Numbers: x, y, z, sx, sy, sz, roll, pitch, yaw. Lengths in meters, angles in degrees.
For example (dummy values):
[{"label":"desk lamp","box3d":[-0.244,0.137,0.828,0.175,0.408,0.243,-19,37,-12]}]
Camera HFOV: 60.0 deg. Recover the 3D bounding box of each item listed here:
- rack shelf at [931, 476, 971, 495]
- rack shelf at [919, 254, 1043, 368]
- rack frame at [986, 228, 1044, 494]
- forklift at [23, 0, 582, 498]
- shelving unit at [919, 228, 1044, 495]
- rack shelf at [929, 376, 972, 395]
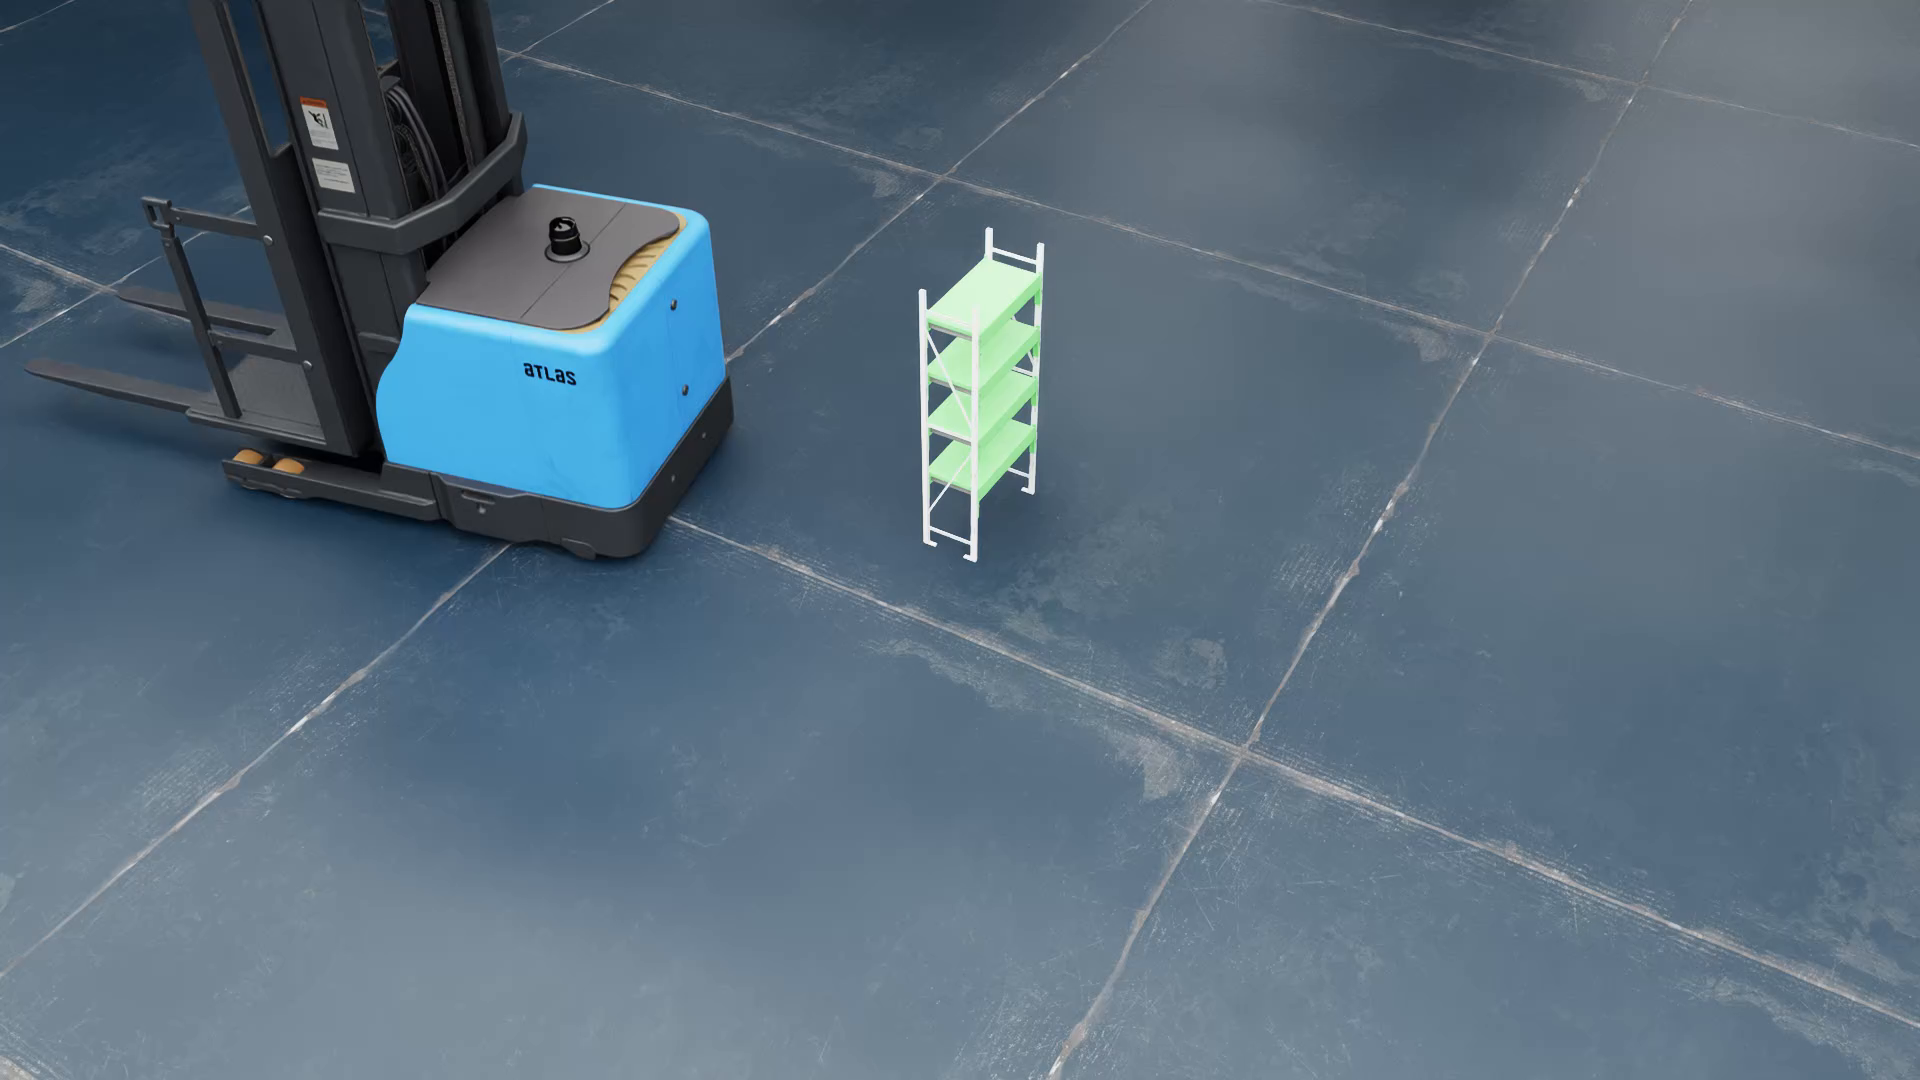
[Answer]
[{"label":"rack shelf","box3d":[0.083,-0.338,6.643,0.199,0.029,0.442,21,45,22]},{"label":"rack shelf","box3d":[0.083,-0.857,6.186,0.258,0.148,0.480,21,45,22]},{"label":"rack frame","box3d":[0.205,-0.685,6.620,0.240,1.200,0.015,21,45,22]},{"label":"forklift","box3d":[-2.556,-1.595,6.344,3.031,2.935,1.121,12,43,13]},{"label":"shelving unit","box3d":[0.086,-0.548,6.465,0.258,1.200,0.492,21,45,22]},{"label":"rack shelf","box3d":[0.083,-0.699,6.326,0.199,0.029,0.442,21,45,22]}]
